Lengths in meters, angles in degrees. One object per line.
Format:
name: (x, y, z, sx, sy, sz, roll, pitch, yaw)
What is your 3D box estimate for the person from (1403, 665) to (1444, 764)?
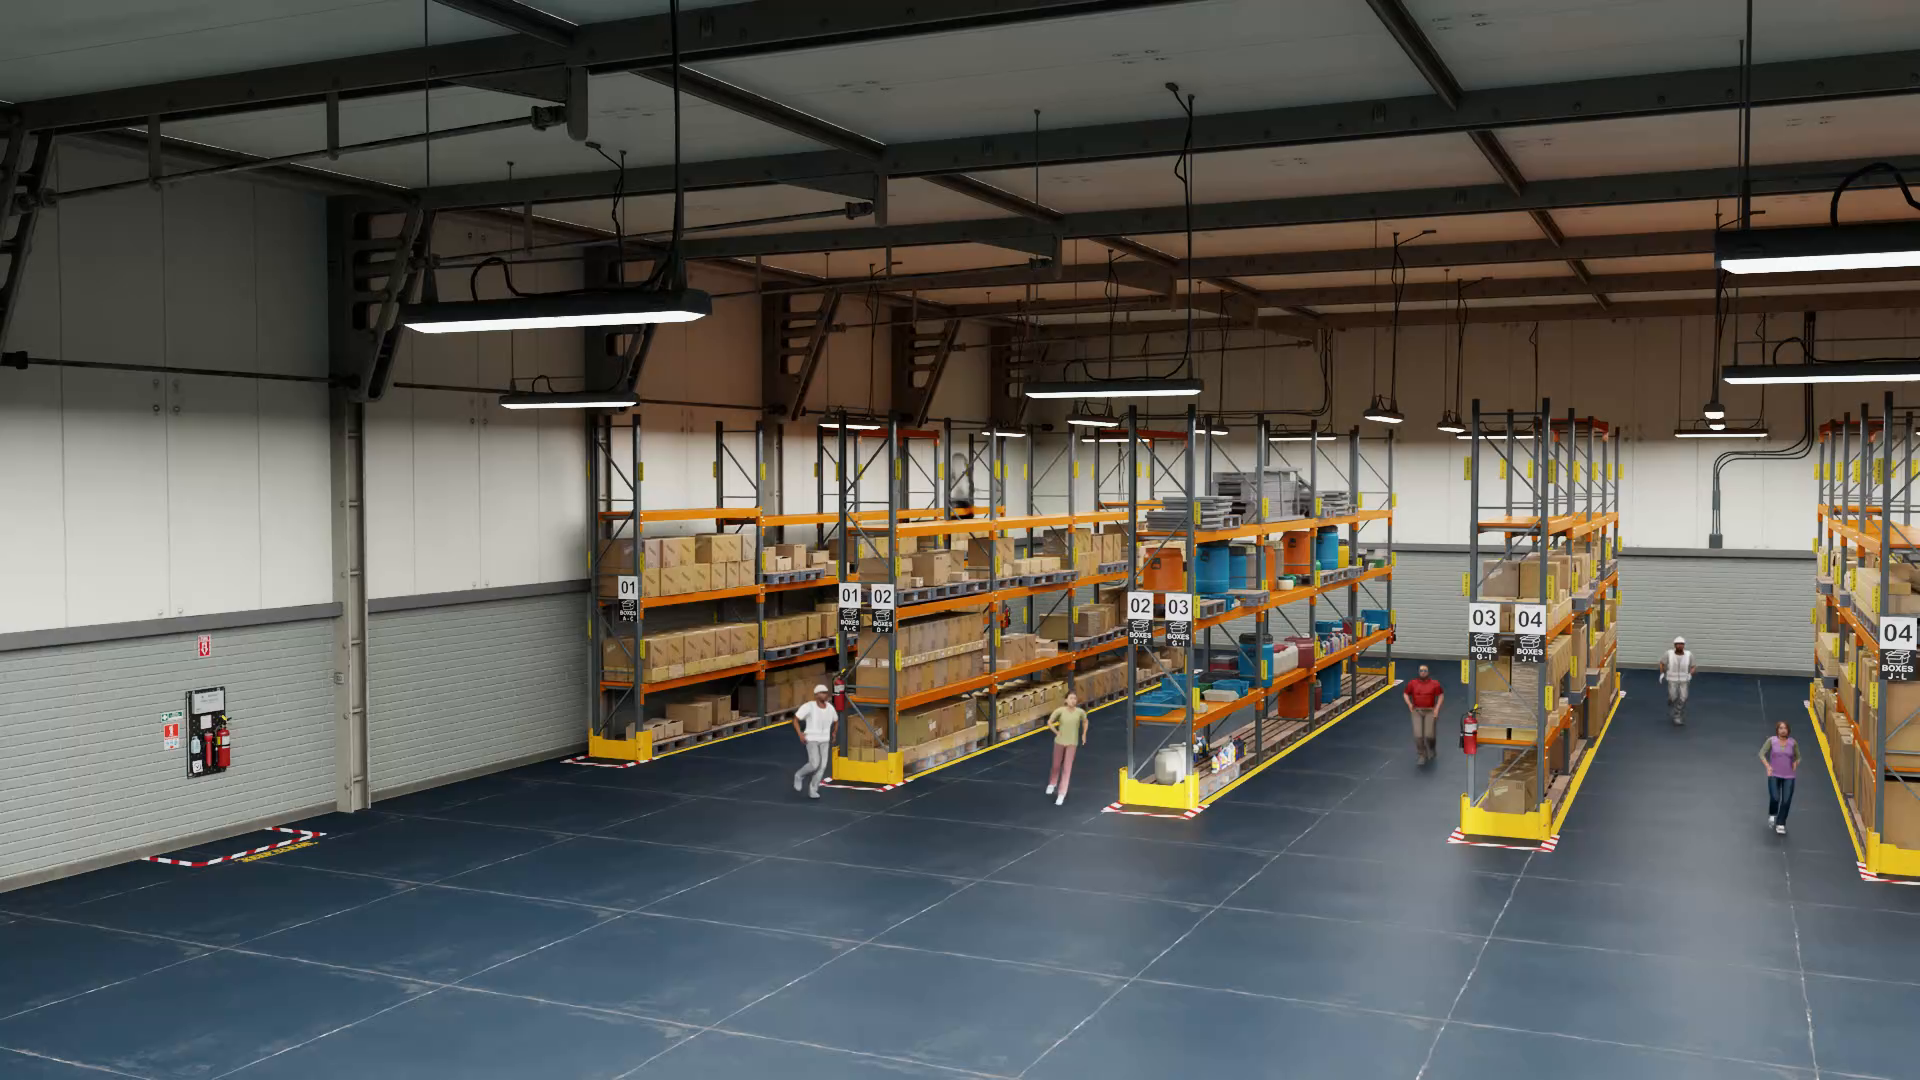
person: (7.932, 2.986, 28.510, 0.669, 1.694, 0.571, 1, 3, 22)

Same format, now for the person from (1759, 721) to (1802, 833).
person: (11.321, 3.273, 22.922, 0.531, 1.556, 0.540, 1, 2, 19)

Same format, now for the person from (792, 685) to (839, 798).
person: (-2.205, 3.090, 25.732, 0.767, 1.717, 0.552, -2, 3, -38)

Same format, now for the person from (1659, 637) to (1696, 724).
person: (14.225, 2.782, 32.950, 0.679, 1.726, 0.636, 1, 2, 17)

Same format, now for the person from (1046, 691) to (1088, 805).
person: (1.630, 3.123, 25.314, 0.643, 1.666, 0.913, 0, 2, 3)
